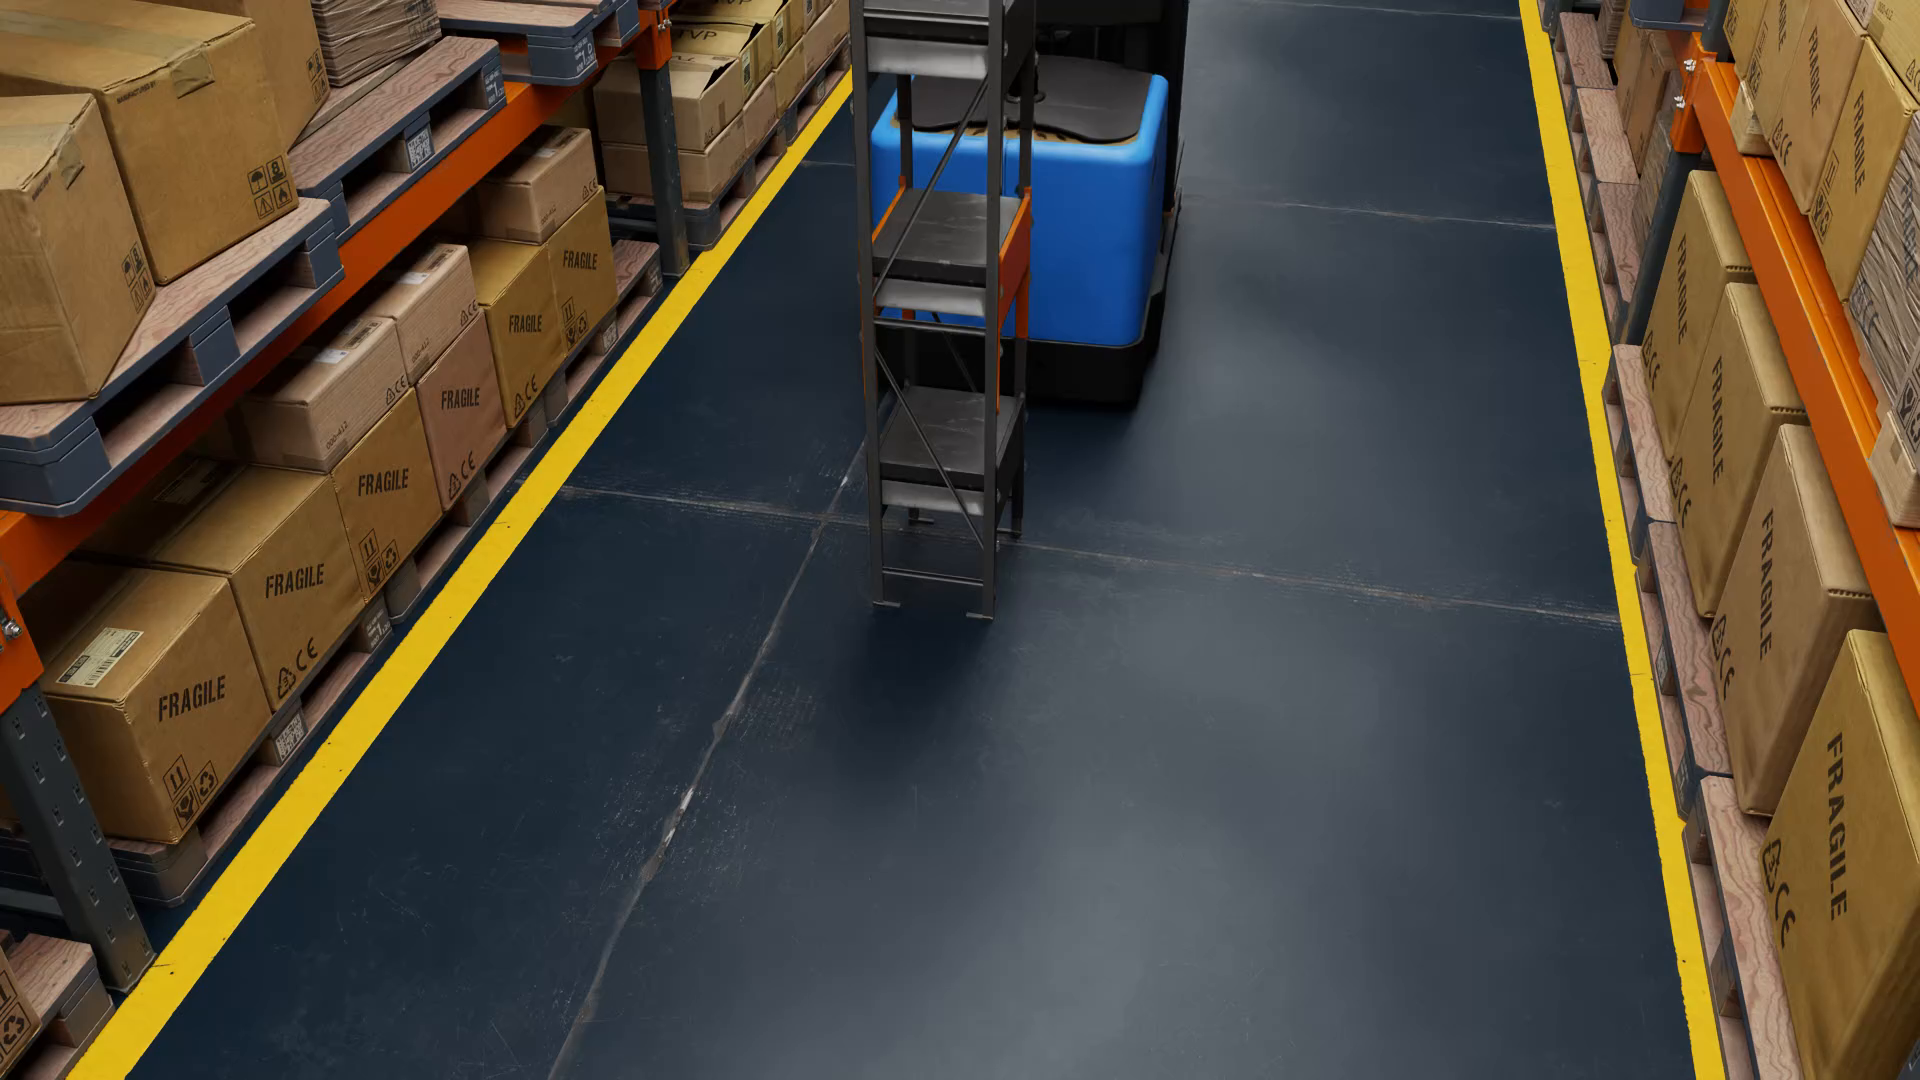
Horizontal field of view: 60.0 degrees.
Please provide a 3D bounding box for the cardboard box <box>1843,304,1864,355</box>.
[{"bbox_3d":[2.457,-0.560,4.163,0.380,0.149,0.250,8,37,11],"label":"cardboard box"}]

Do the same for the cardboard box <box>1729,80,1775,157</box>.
[{"bbox_3d":[2.635,-1.305,5.192,0.380,0.149,0.250,8,37,11],"label":"cardboard box"}]

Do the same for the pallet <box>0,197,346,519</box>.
[{"bbox_3d":[-2.284,-0.536,4.097,1.003,0.211,1.213,7,37,10],"label":"pallet"}]

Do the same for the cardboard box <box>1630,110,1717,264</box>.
[{"bbox_3d":[3.236,-1.429,6.921,0.700,0.500,0.500,8,37,11],"label":"cardboard box"}]

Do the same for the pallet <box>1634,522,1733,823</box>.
[{"bbox_3d":[2.629,0.425,4.983,1.003,0.211,1.213,7,37,10],"label":"pallet"}]

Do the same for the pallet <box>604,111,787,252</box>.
[{"bbox_3d":[-1.493,-1.800,8.054,1.003,0.211,1.213,7,37,10],"label":"pallet"}]

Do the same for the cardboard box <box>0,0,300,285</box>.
[{"bbox_3d":[-2.157,-1.025,4.166,0.700,0.500,0.500,13,38,17],"label":"cardboard box"}]

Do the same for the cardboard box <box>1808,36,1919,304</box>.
[{"bbox_3d":[2.448,-0.883,4.057,0.500,0.500,0.500,8,37,11],"label":"cardboard box"}]

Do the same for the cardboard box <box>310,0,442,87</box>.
[{"bbox_3d":[-2.113,-1.797,5.231,0.700,0.500,0.500,14,38,19],"label":"cardboard box"}]

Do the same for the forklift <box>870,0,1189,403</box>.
[{"bbox_3d":[0.429,-2.571,6.799,1.130,2.935,3.031,6,36,8],"label":"forklift"}]

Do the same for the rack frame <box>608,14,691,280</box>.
[{"bbox_3d":[-1.707,-2.462,6.591,1.000,3.000,0.127,7,37,10],"label":"rack frame"}]

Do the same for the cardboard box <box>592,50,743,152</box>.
[{"bbox_3d":[-1.308,-2.010,7.474,0.500,0.311,0.500,9,37,12],"label":"cardboard box"}]

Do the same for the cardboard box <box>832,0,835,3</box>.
[{"bbox_3d":[-0.873,-3.186,9.098,0.500,0.311,0.500,7,37,10],"label":"cardboard box"}]

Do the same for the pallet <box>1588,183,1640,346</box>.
[{"bbox_3d":[3.302,-1.162,7.174,1.003,0.211,1.213,7,37,10],"label":"pallet"}]

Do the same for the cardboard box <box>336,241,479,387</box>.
[{"bbox_3d":[-1.900,-0.746,5.340,0.500,0.250,0.500,7,36,9],"label":"cardboard box"}]

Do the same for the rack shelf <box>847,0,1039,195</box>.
[{"bbox_3d":[-0.035,-1.311,4.600,0.431,0.518,0.480,7,37,10],"label":"rack shelf"}]

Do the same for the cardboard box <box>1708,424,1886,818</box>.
[{"bbox_3d":[2.478,0.251,4.321,0.750,0.750,0.750,8,37,11],"label":"cardboard box"}]

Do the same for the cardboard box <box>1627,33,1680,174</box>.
[{"bbox_3d":[3.538,-1.998,7.706,0.700,0.500,0.500,7,37,10],"label":"cardboard box"}]

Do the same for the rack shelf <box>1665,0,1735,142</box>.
[{"bbox_3d":[3.560,-2.699,7.531,1.077,0.370,4.000,7,37,10],"label":"rack shelf"}]

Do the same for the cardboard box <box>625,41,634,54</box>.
[{"bbox_3d":[-1.731,-2.376,7.980,0.500,0.311,0.500,7,36,9],"label":"cardboard box"}]

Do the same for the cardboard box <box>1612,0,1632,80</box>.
[{"bbox_3d":[3.785,-2.576,8.504,0.700,0.500,0.500,7,36,9],"label":"cardboard box"}]

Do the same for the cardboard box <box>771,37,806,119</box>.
[{"bbox_3d":[-1.096,-2.370,8.449,0.500,0.250,0.500,6,36,9],"label":"cardboard box"}]

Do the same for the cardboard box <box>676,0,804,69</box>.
[{"bbox_3d":[-1.093,-2.604,8.294,0.500,0.311,0.500,6,36,9],"label":"cardboard box"}]

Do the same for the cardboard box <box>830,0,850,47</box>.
[{"bbox_3d":[-0.877,-2.955,9.256,0.500,0.250,0.500,8,37,11],"label":"cardboard box"}]

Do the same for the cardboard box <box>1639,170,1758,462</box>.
[{"bbox_3d":[2.848,-0.738,5.686,0.750,0.750,0.750,7,36,9],"label":"cardboard box"}]

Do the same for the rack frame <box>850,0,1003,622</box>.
[{"bbox_3d":[-0.087,-0.615,4.810,0.400,2.100,0.015,7,37,10],"label":"rack frame"}]

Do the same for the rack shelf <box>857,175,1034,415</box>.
[{"bbox_3d":[-0.035,-0.744,5.011,0.431,0.518,0.480,7,37,10],"label":"rack shelf"}]

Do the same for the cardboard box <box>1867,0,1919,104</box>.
[{"bbox_3d":[2.465,-1.199,3.854,0.500,0.250,0.500,7,36,9],"label":"cardboard box"}]

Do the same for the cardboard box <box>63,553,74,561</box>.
[{"bbox_3d":[-2.622,0.064,4.861,0.500,0.500,0.500,7,37,10],"label":"cardboard box"}]

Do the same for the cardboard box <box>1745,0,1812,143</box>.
[{"bbox_3d":[2.659,-1.467,4.862,0.500,0.500,0.500,8,37,12],"label":"cardboard box"}]

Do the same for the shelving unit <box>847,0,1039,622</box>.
[{"bbox_3d":[-0.035,-0.755,5.003,0.431,2.100,0.503,7,37,10],"label":"shelving unit"}]

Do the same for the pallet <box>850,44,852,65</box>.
[{"bbox_3d":[-0.972,-3.199,9.984,1.003,0.211,1.213,7,37,10],"label":"pallet"}]

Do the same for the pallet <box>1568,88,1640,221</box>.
[{"bbox_3d":[3.564,-1.860,8.136,1.003,0.211,1.213,7,37,10],"label":"pallet"}]

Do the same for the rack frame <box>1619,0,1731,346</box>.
[{"bbox_3d":[3.133,-1.844,5.738,1.000,3.000,0.127,7,37,10],"label":"rack frame"}]

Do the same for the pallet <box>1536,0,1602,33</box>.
[{"bbox_3d":[4.097,-3.397,10.257,1.003,0.211,1.213,7,37,10],"label":"pallet"}]

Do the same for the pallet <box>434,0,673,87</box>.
[{"bbox_3d":[-1.783,-1.987,6.099,1.213,0.211,1.003,7,37,10],"label":"pallet"}]

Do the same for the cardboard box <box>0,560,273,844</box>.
[{"bbox_3d":[-2.220,0.418,4.372,0.500,0.500,0.500,6,36,8],"label":"cardboard box"}]

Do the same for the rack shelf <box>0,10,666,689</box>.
[{"bbox_3d":[-2.134,-1.024,5.220,1.077,0.370,4.000,7,37,10],"label":"rack shelf"}]

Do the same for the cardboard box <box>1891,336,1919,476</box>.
[{"bbox_3d":[2.231,-0.309,3.265,0.500,0.500,0.500,8,37,10],"label":"cardboard box"}]

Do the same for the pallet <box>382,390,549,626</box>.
[{"bbox_3d":[-2.166,-0.213,5.864,1.003,0.211,1.213,7,37,10],"label":"pallet"}]

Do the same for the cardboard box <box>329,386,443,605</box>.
[{"bbox_3d":[-2.003,-0.175,5.190,0.500,0.500,0.500,8,37,11],"label":"cardboard box"}]

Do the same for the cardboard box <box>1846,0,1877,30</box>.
[{"bbox_3d":[2.567,-1.493,4.259,0.500,0.250,0.500,8,37,10],"label":"cardboard box"}]

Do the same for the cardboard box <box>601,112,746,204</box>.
[{"bbox_3d":[-1.308,-1.782,7.638,0.500,0.250,0.500,7,37,10],"label":"cardboard box"}]

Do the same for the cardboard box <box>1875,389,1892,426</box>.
[{"bbox_3d":[2.321,-0.267,3.760,0.380,0.149,0.250,7,37,10],"label":"cardboard box"}]

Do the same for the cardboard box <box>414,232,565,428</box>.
[{"bbox_3d":[-1.788,-0.766,6.006,0.500,0.500,0.500,6,36,8],"label":"cardboard box"}]
